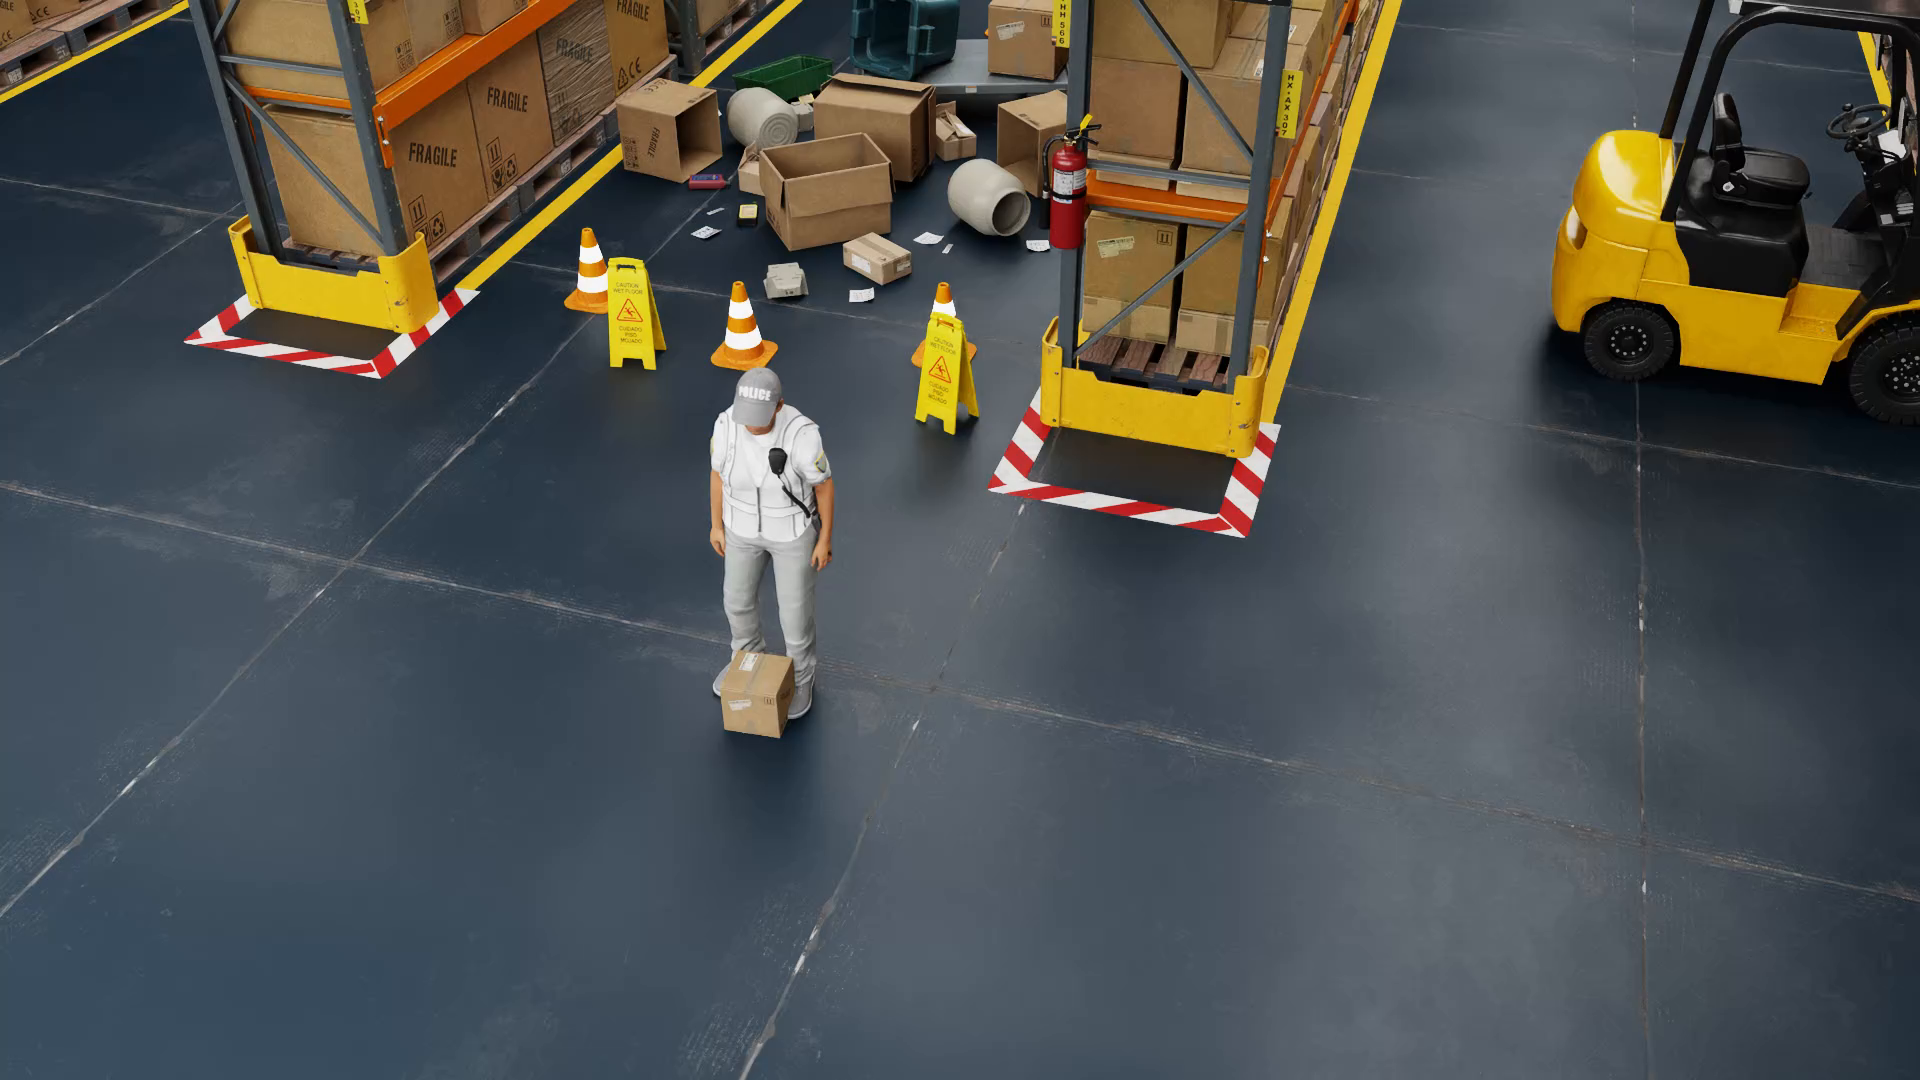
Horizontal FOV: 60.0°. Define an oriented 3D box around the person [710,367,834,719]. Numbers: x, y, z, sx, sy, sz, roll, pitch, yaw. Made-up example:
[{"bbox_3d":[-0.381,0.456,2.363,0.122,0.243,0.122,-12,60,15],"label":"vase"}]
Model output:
[{"bbox_3d":[-0.800,-0.023,6.915,0.563,1.665,0.470,8,38,11],"label":"person"}]
